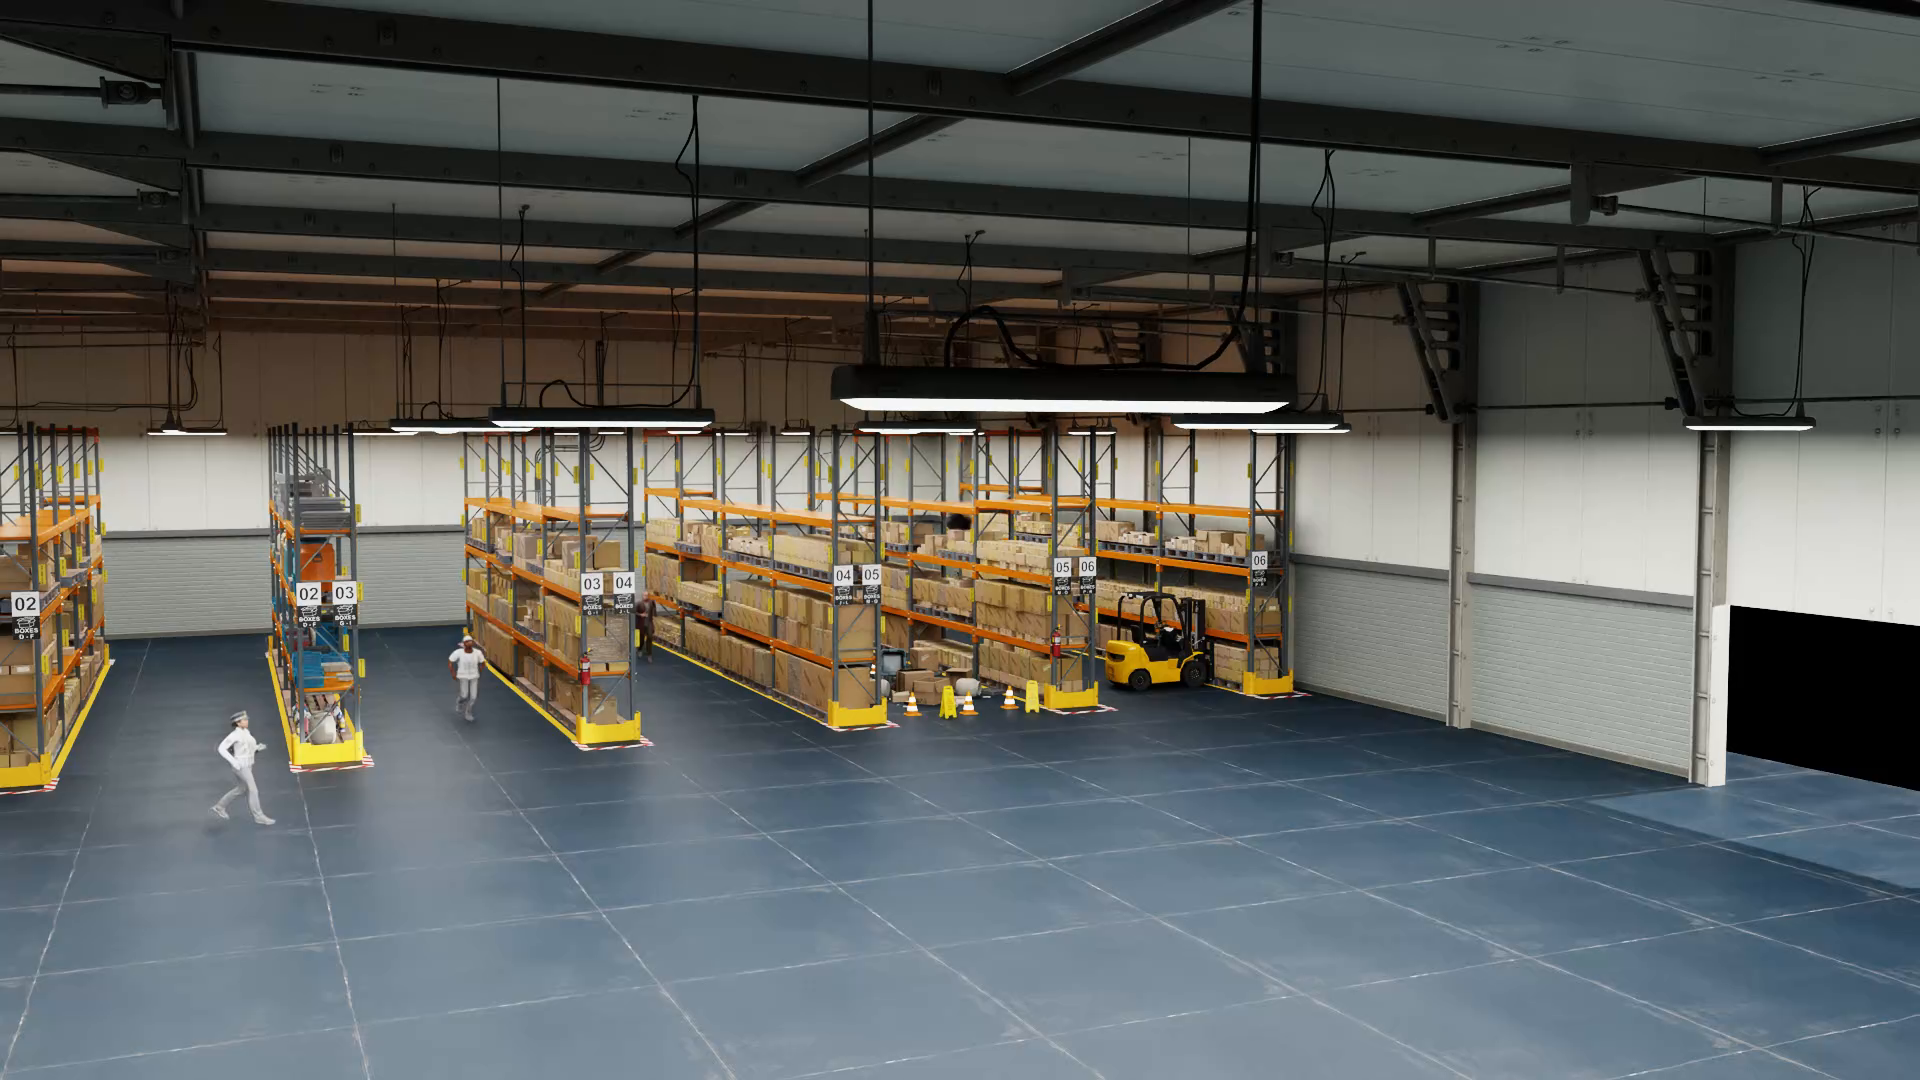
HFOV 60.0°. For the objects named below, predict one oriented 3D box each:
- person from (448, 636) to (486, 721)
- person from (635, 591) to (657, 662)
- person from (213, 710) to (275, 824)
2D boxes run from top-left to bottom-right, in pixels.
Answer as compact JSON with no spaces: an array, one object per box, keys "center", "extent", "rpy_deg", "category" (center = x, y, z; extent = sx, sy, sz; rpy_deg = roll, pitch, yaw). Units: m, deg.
[{"center":[-9.987,2.801,33.763],"extent":[0.730,1.726,0.594],"rpy_deg":[-2,4,-28],"category":"person"},{"center":[-8.151,2.217,42.956],"extent":[0.743,1.819,1.053],"rpy_deg":[-2,4,-29],"category":"person"},{"center":[-10.589,3.351,24.554],"extent":[0.920,1.683,0.609],"rpy_deg":[0,3,-4],"category":"person"}]
